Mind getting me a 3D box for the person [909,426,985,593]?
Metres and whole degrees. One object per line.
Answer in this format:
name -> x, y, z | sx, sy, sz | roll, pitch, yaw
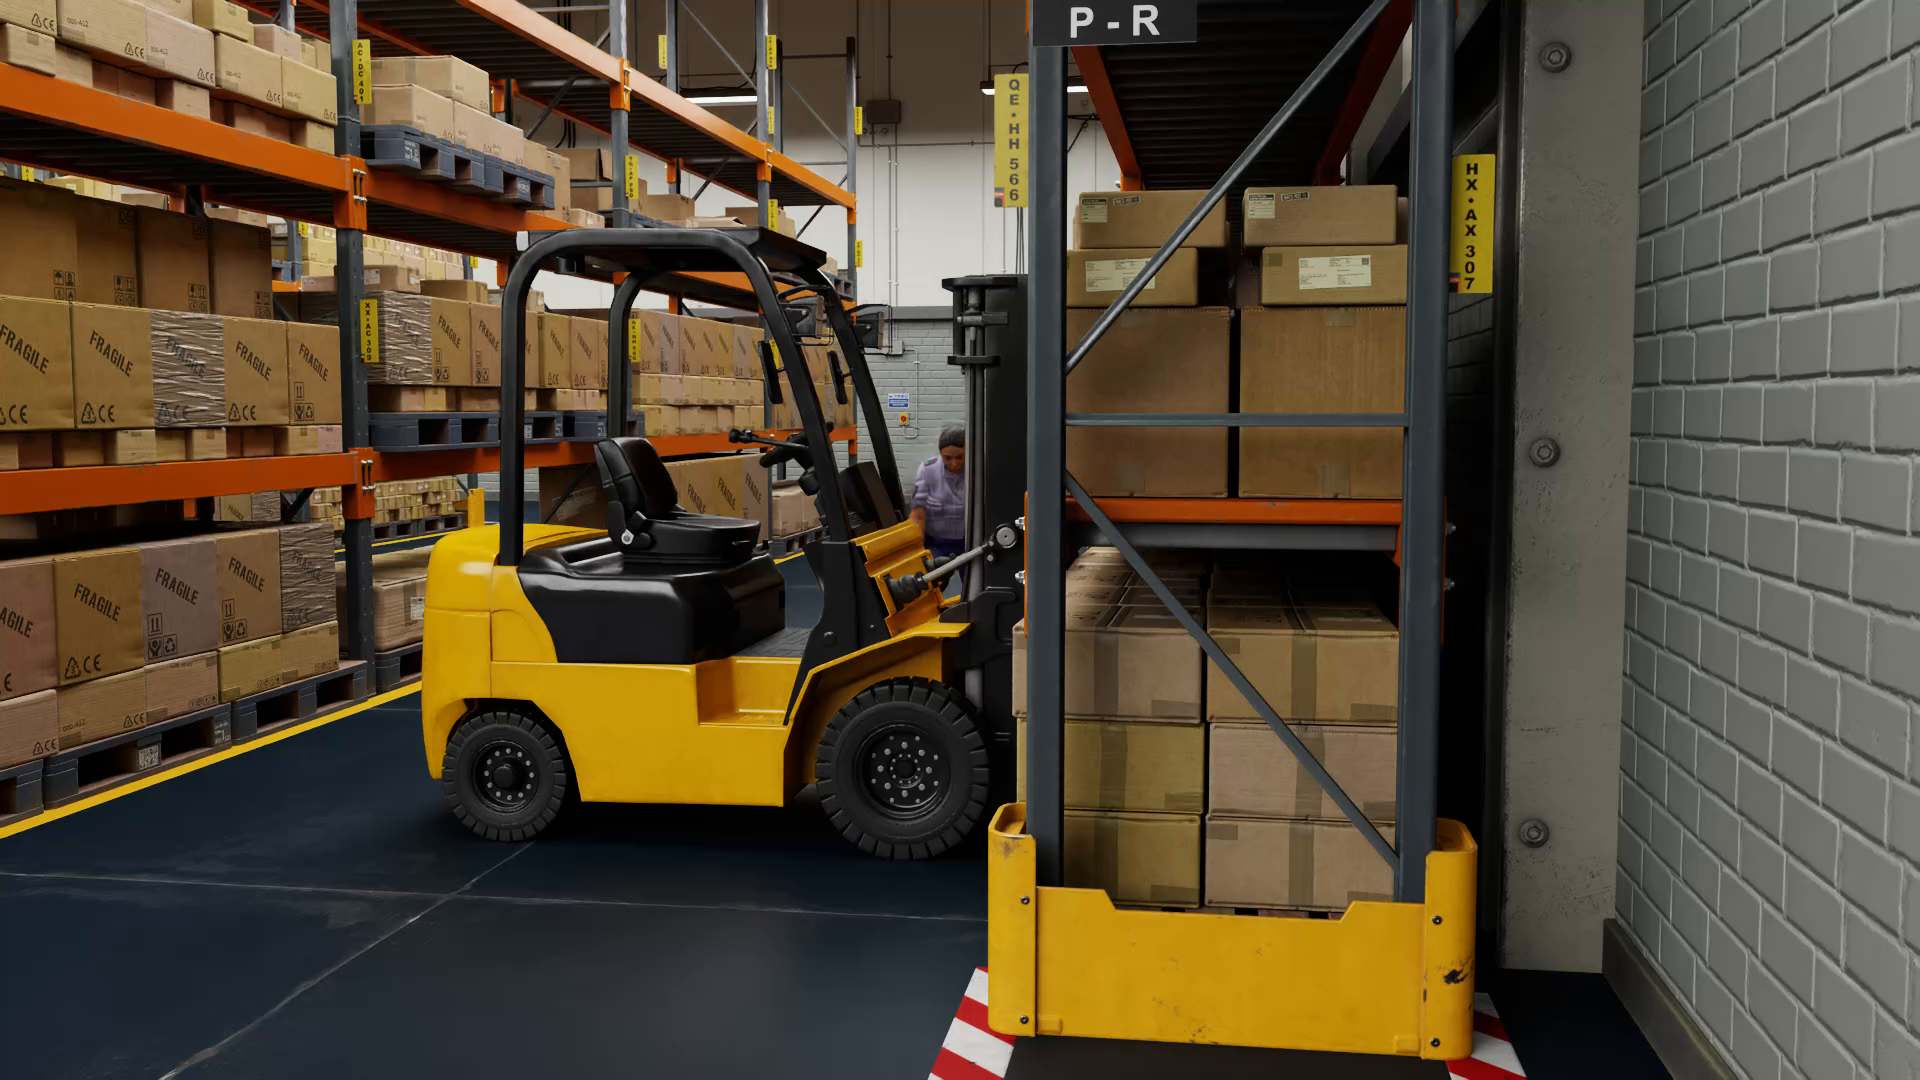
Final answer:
person -> -0.004, 0.097, 9.125 | 0.530, 1.446, 0.594 | 1, 5, 9
